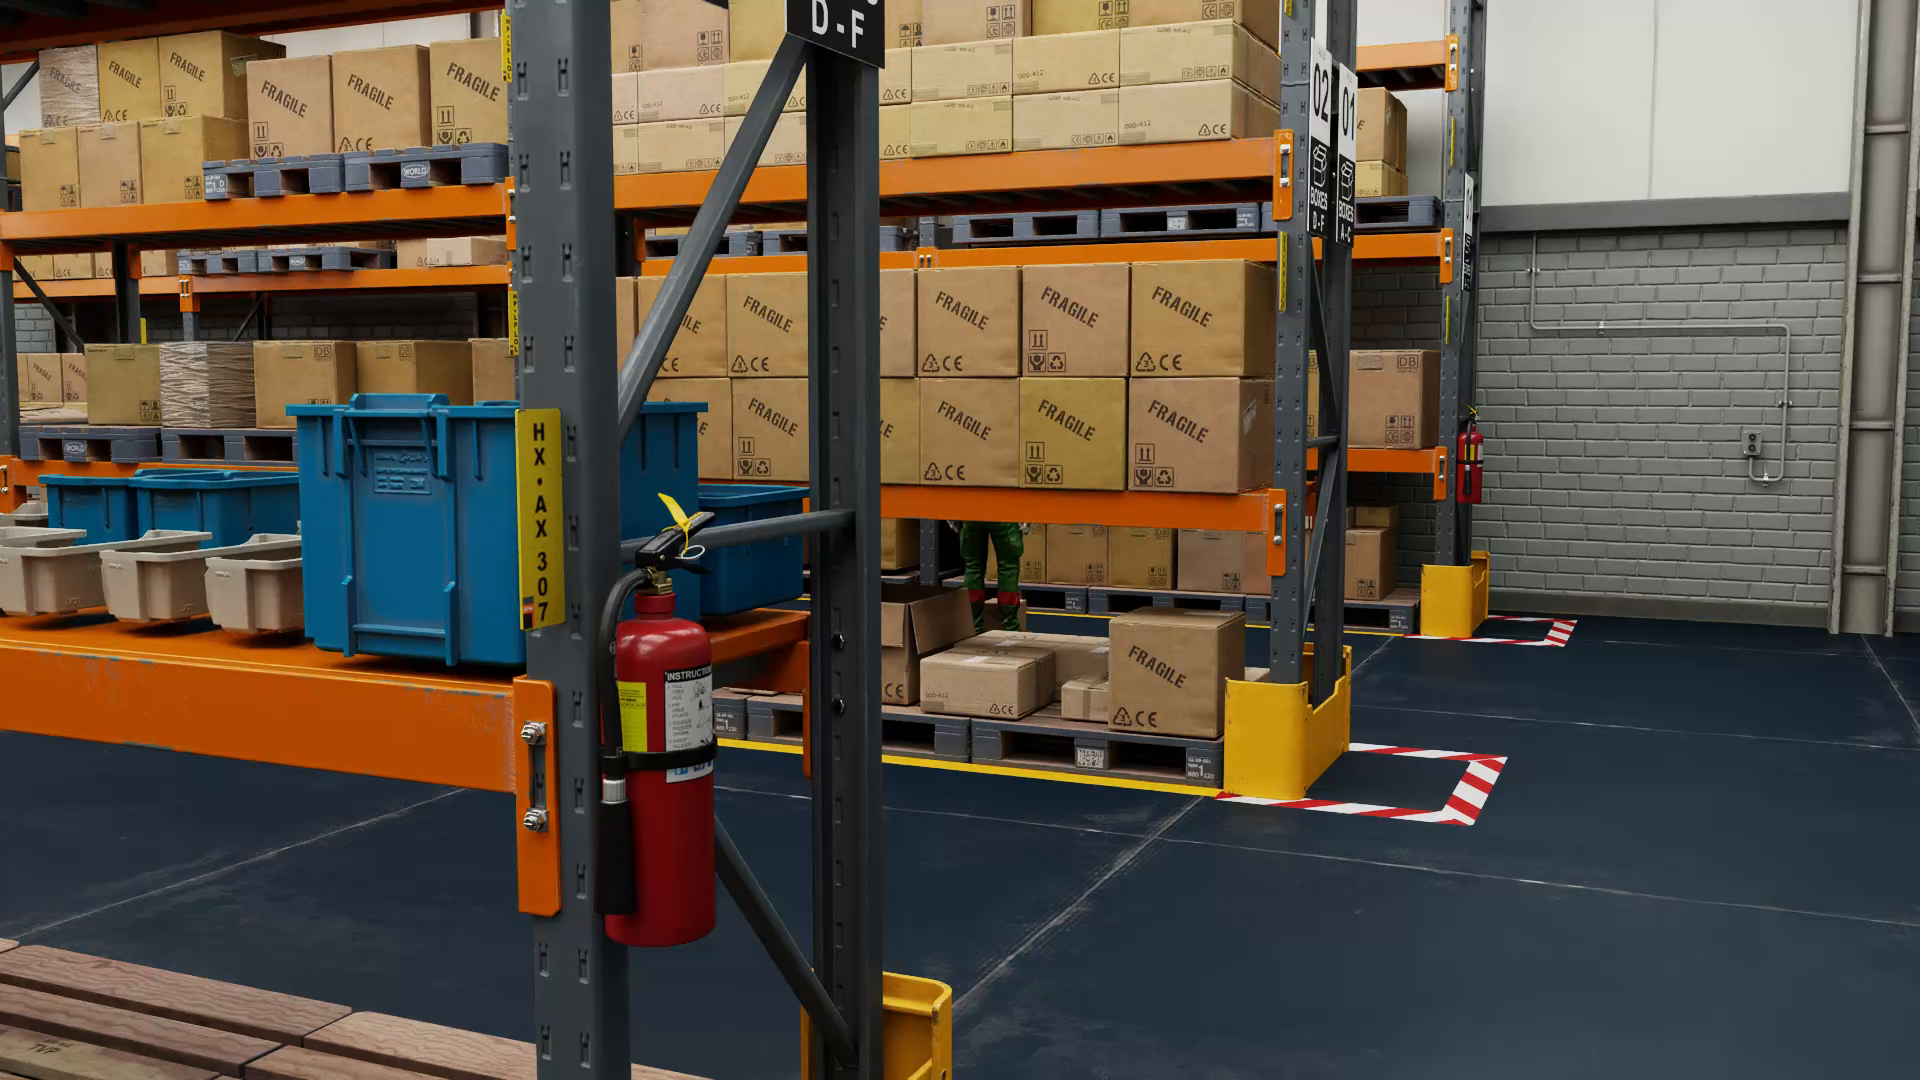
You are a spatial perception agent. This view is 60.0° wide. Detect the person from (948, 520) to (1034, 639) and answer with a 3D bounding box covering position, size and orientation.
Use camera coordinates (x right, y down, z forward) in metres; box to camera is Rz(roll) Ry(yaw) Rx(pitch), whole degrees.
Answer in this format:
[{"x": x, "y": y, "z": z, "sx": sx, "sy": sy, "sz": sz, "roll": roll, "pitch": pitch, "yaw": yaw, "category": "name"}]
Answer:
[{"x": 0.204, "y": -0.189, "z": 11.360, "sx": 0.623, "sy": 1.780, "sz": 0.448, "roll": 2, "pitch": 6, "yaw": 21, "category": "person"}]
